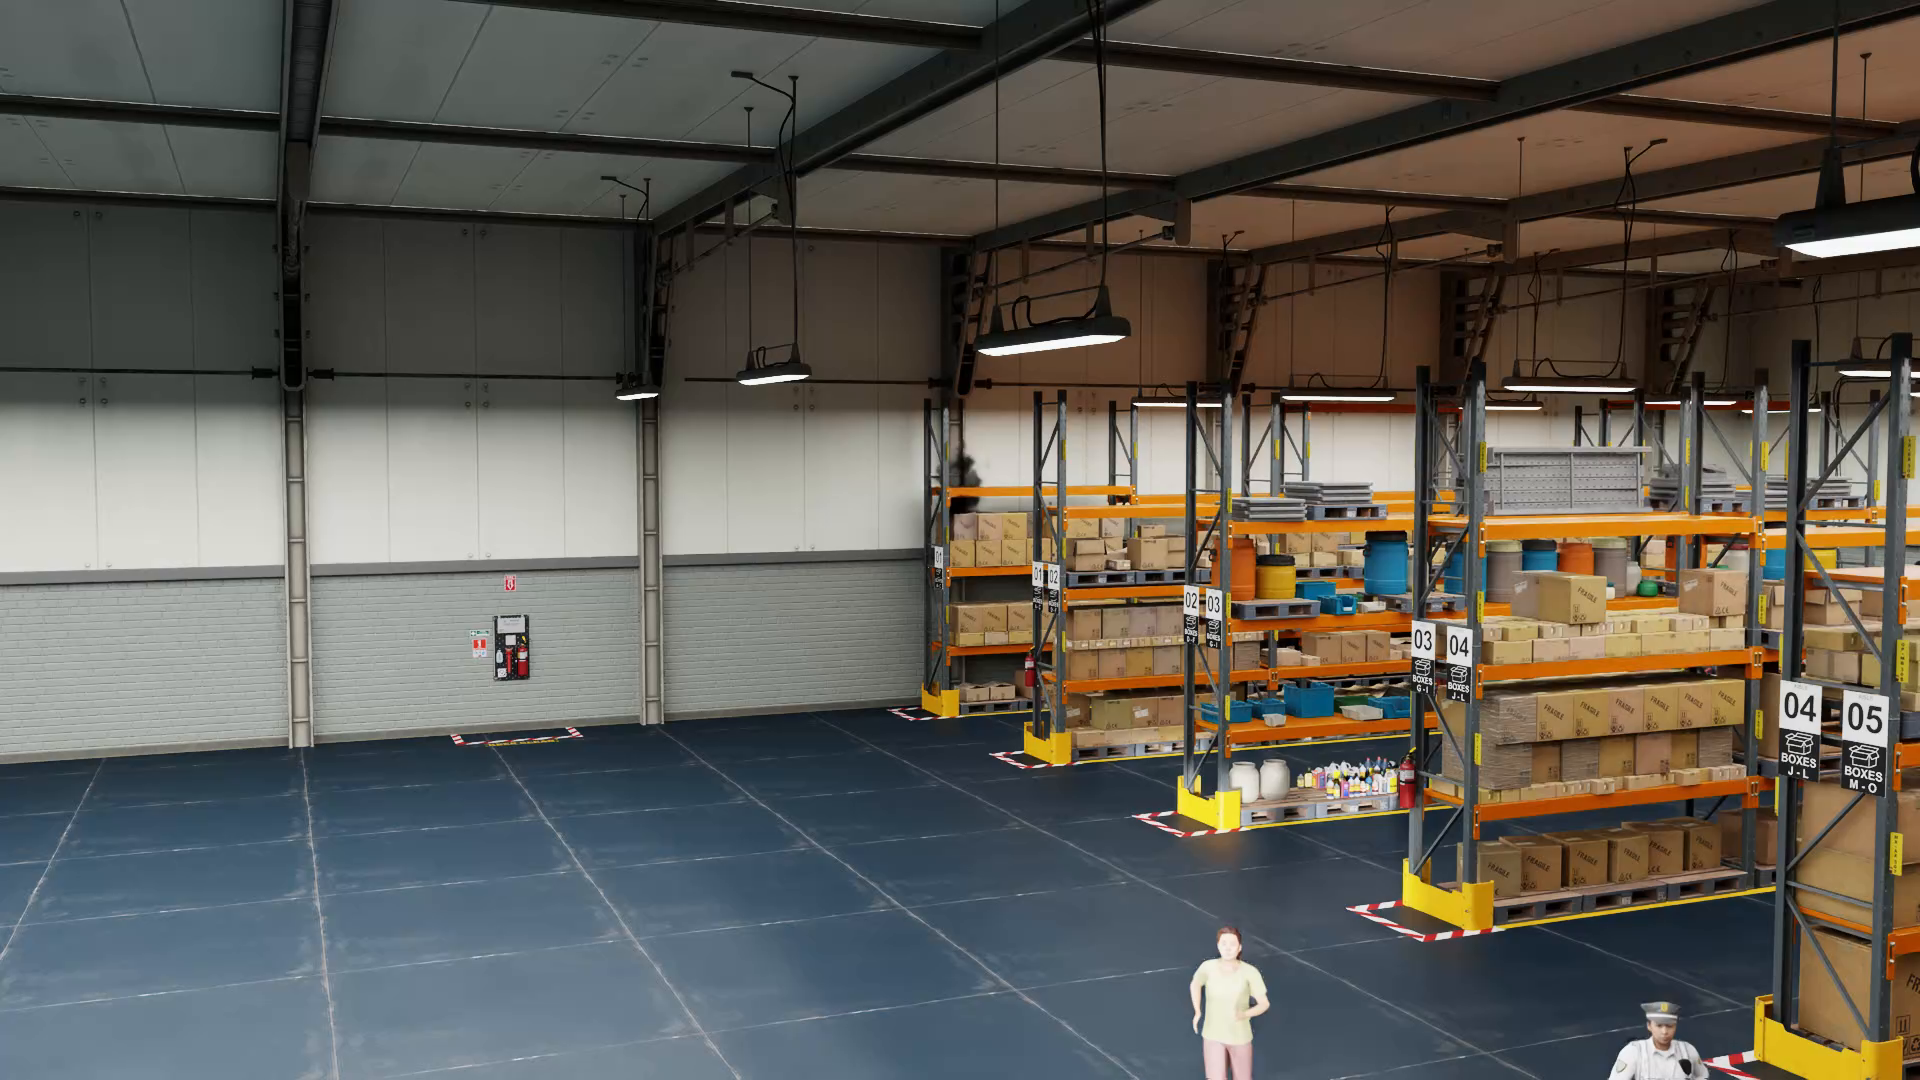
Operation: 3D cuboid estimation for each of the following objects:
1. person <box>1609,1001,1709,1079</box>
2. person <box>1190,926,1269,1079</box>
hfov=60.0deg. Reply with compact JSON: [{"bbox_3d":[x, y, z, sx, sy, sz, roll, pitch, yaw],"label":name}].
[{"bbox_3d":[4.366,3.684,10.399,0.631,1.682,0.898,1,3,14],"label":"person"},{"bbox_3d":[1.948,3.619,12.086,0.588,1.643,0.896,1,3,14],"label":"person"}]
